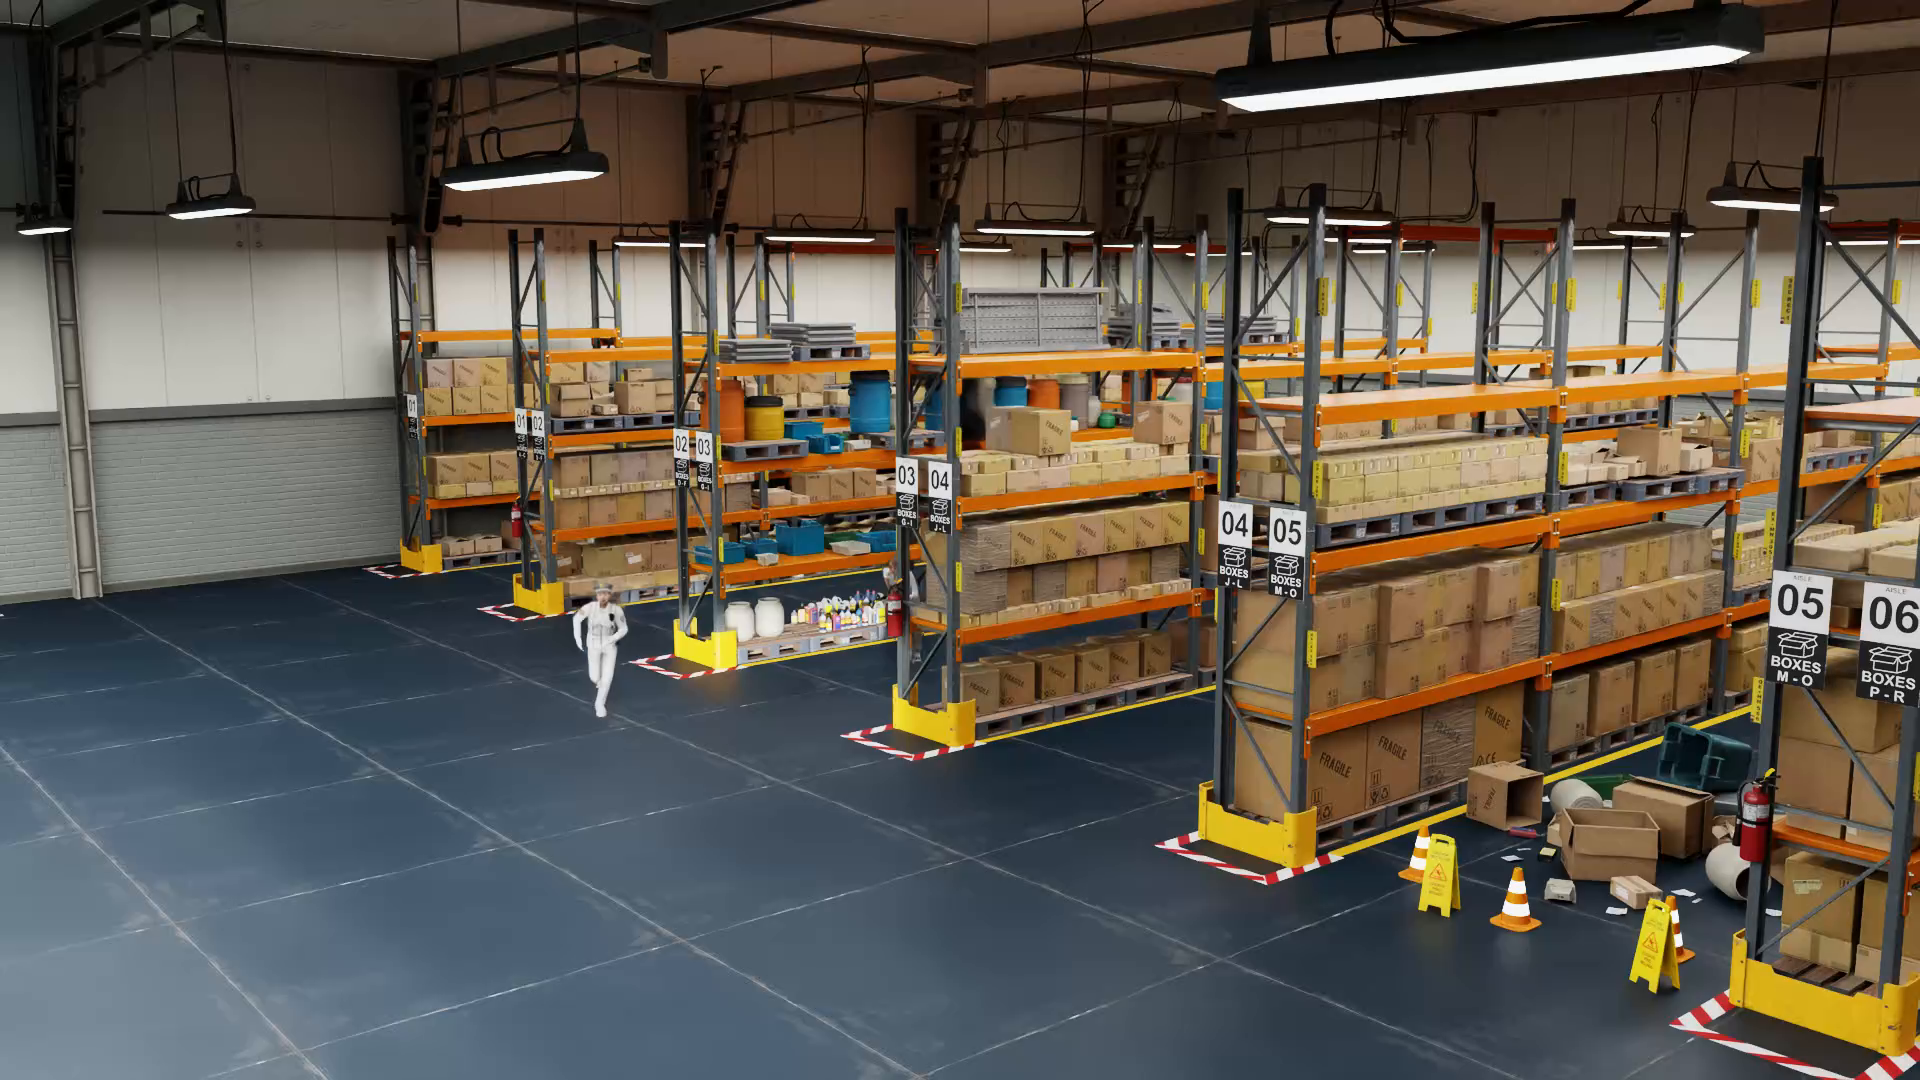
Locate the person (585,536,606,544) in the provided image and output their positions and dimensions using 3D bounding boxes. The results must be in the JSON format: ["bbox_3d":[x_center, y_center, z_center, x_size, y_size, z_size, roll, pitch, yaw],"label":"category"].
[{"bbox_3d":[-6.289,-0.123,28.805,0.908,1.835,0.640,-8,12,-42],"label":"person"}]

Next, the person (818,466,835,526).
[{"bbox_3d":[-2.528,-0.600,32.401,0.765,1.694,0.581,-6,10,-32],"label":"person"}]

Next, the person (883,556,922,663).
[{"bbox_3d":[-0.743,0.899,21.330,0.570,1.479,0.867,4,10,23],"label":"person"}]

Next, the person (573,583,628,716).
[{"bbox_3d":[-4.333,1.310,20.032,0.639,1.641,0.627,-1,9,-9],"label":"person"}]
